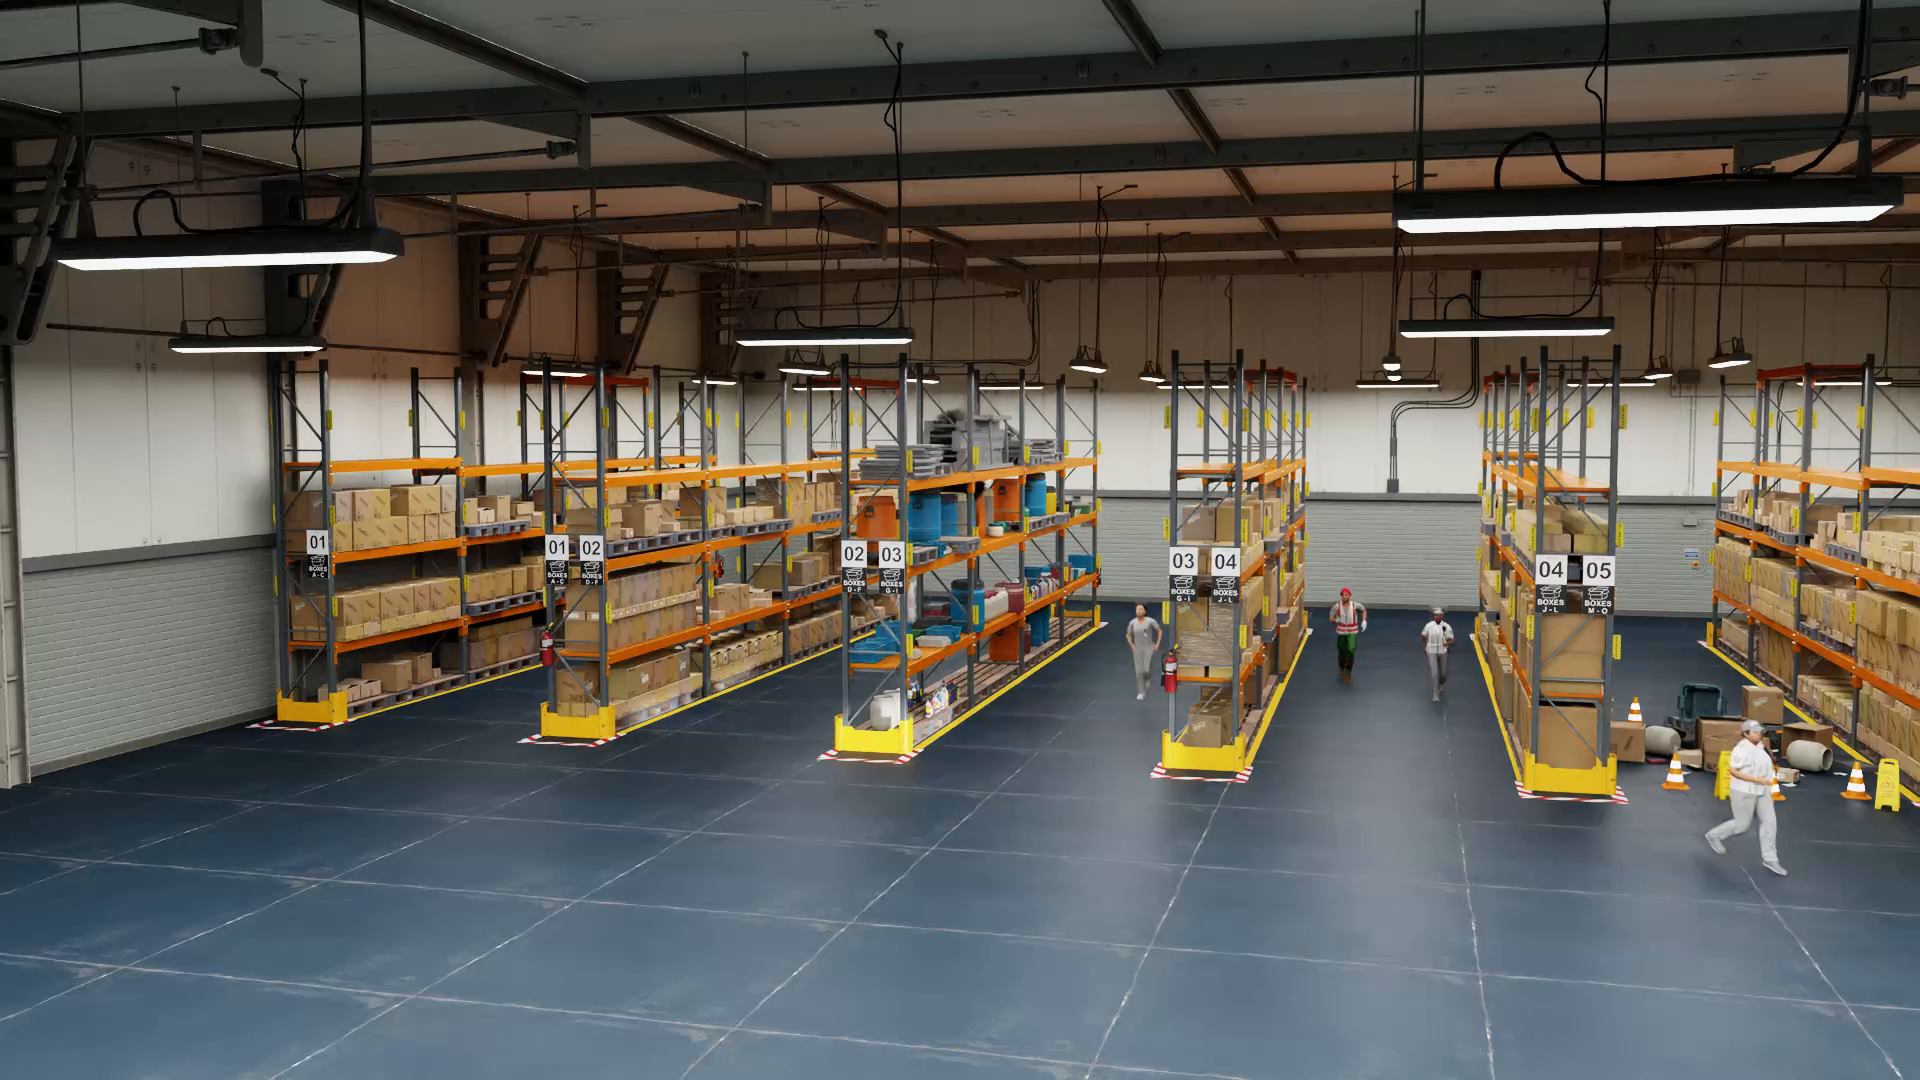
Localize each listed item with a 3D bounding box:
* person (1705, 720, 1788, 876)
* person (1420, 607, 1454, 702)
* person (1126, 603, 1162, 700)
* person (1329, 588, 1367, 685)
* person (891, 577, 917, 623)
[{"bbox_3d":[8.837,2.847,18.606,0.619,1.666,0.913,-2,5,-29],"label":"person"},{"bbox_3d":[8.554,2.022,29.809,0.588,1.667,0.815,1,4,13],"label":"person"},{"bbox_3d":[3.102,1.852,28.131,0.584,1.569,0.632,1,4,18],"label":"person"},{"bbox_3d":[7.424,1.819,31.862,0.674,1.827,0.923,1,4,20],"label":"person"},{"bbox_3d":[-1.144,1.486,35.639,0.656,1.659,0.951,0,4,2],"label":"person"}]
